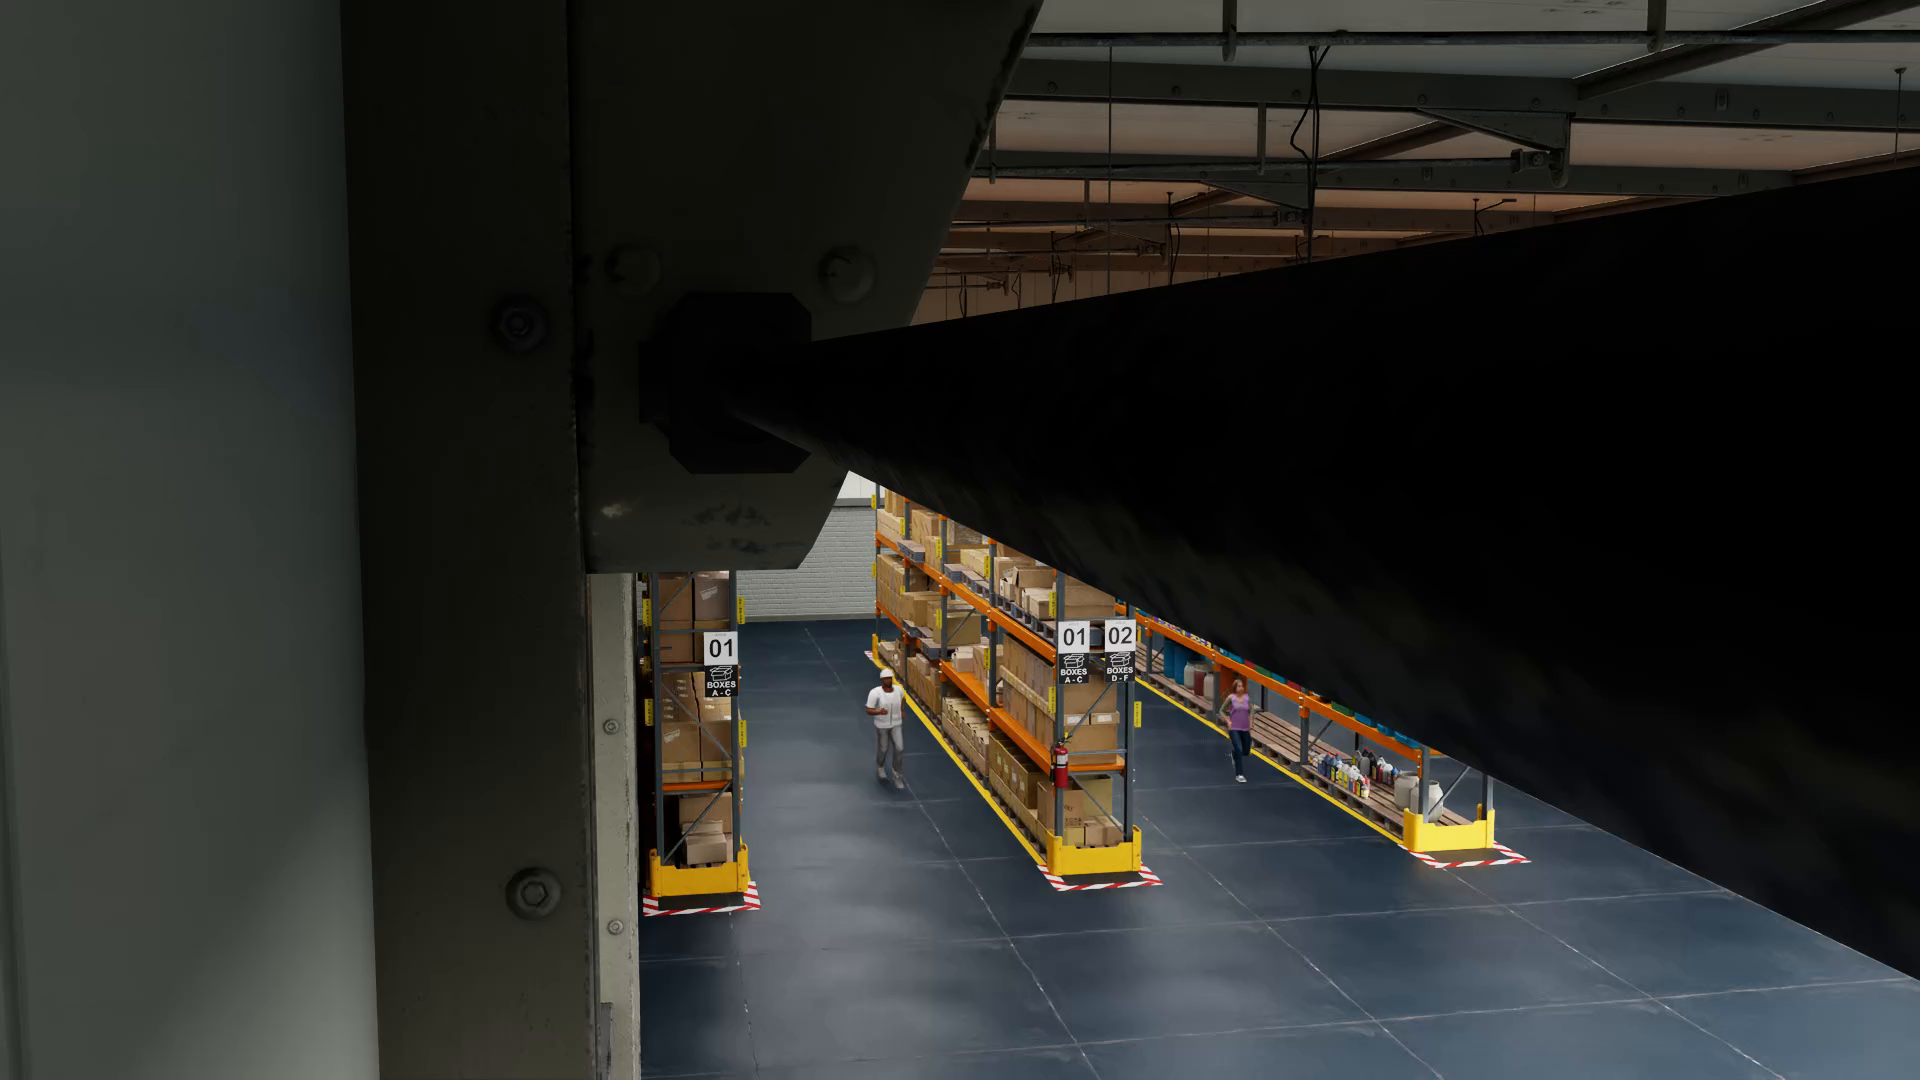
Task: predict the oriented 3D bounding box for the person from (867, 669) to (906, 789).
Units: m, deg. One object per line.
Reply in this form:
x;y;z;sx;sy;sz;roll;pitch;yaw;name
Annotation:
-1.106;2.860;25.328;0.676;1.830;0.787;-2;6;-19;person

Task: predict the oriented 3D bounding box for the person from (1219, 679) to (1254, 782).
4.278;2.965;25.699;0.542;1.464;0.680;-1;6;-12;person
